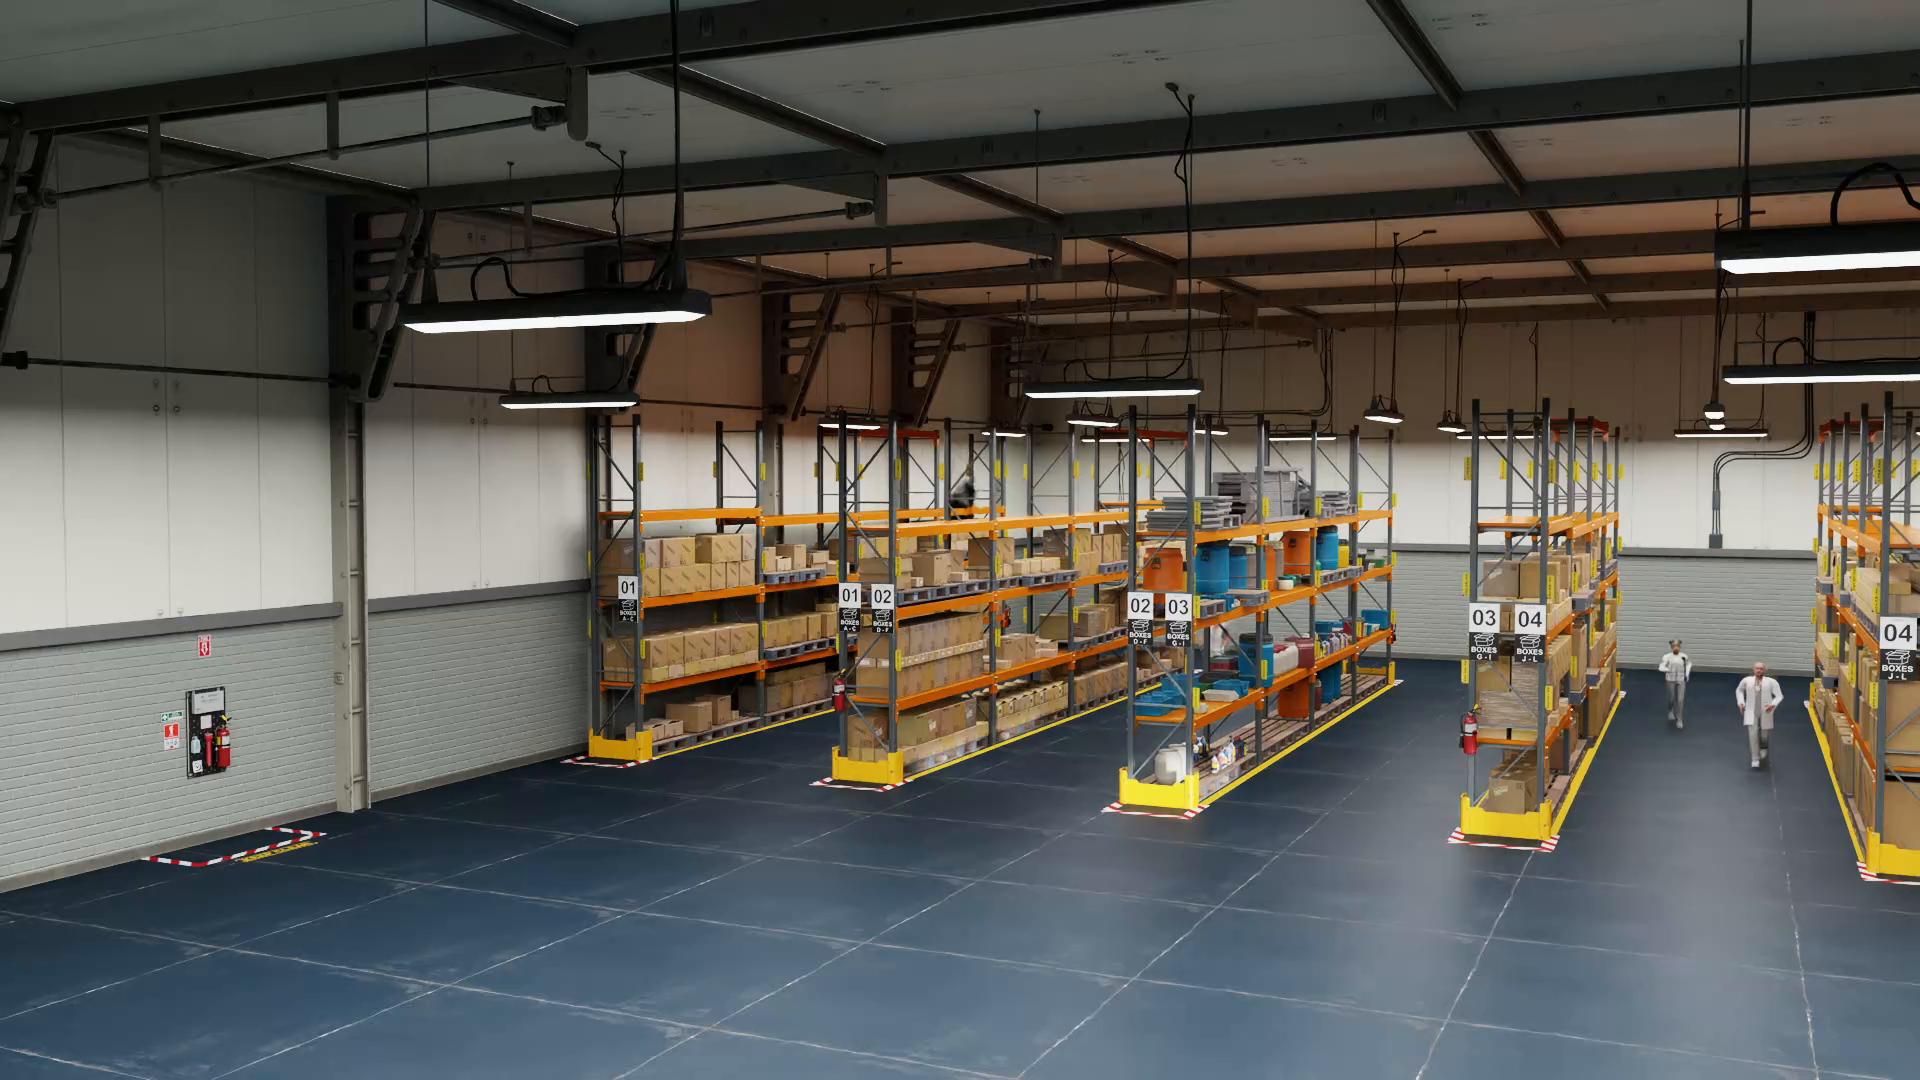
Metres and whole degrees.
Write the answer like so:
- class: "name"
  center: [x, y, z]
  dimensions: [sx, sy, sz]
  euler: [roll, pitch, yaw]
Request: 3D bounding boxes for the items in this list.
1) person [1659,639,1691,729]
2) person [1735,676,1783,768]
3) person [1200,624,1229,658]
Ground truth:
- class: "person"
  center: [14.053, 2.789, 32.653]
  dimensions: [0.612, 1.701, 0.920]
  euler: [1, 2, 17]
- class: "person"
  center: [13.592, 3.056, 28.315]
  dimensions: [0.743, 1.543, 0.934]
  euler: [1, 3, 29]
- class: "person"
  center: [5.824, 2.568, 38.100]
  dimensions: [0.652, 1.750, 0.561]
  euler: [1, 2, 14]
